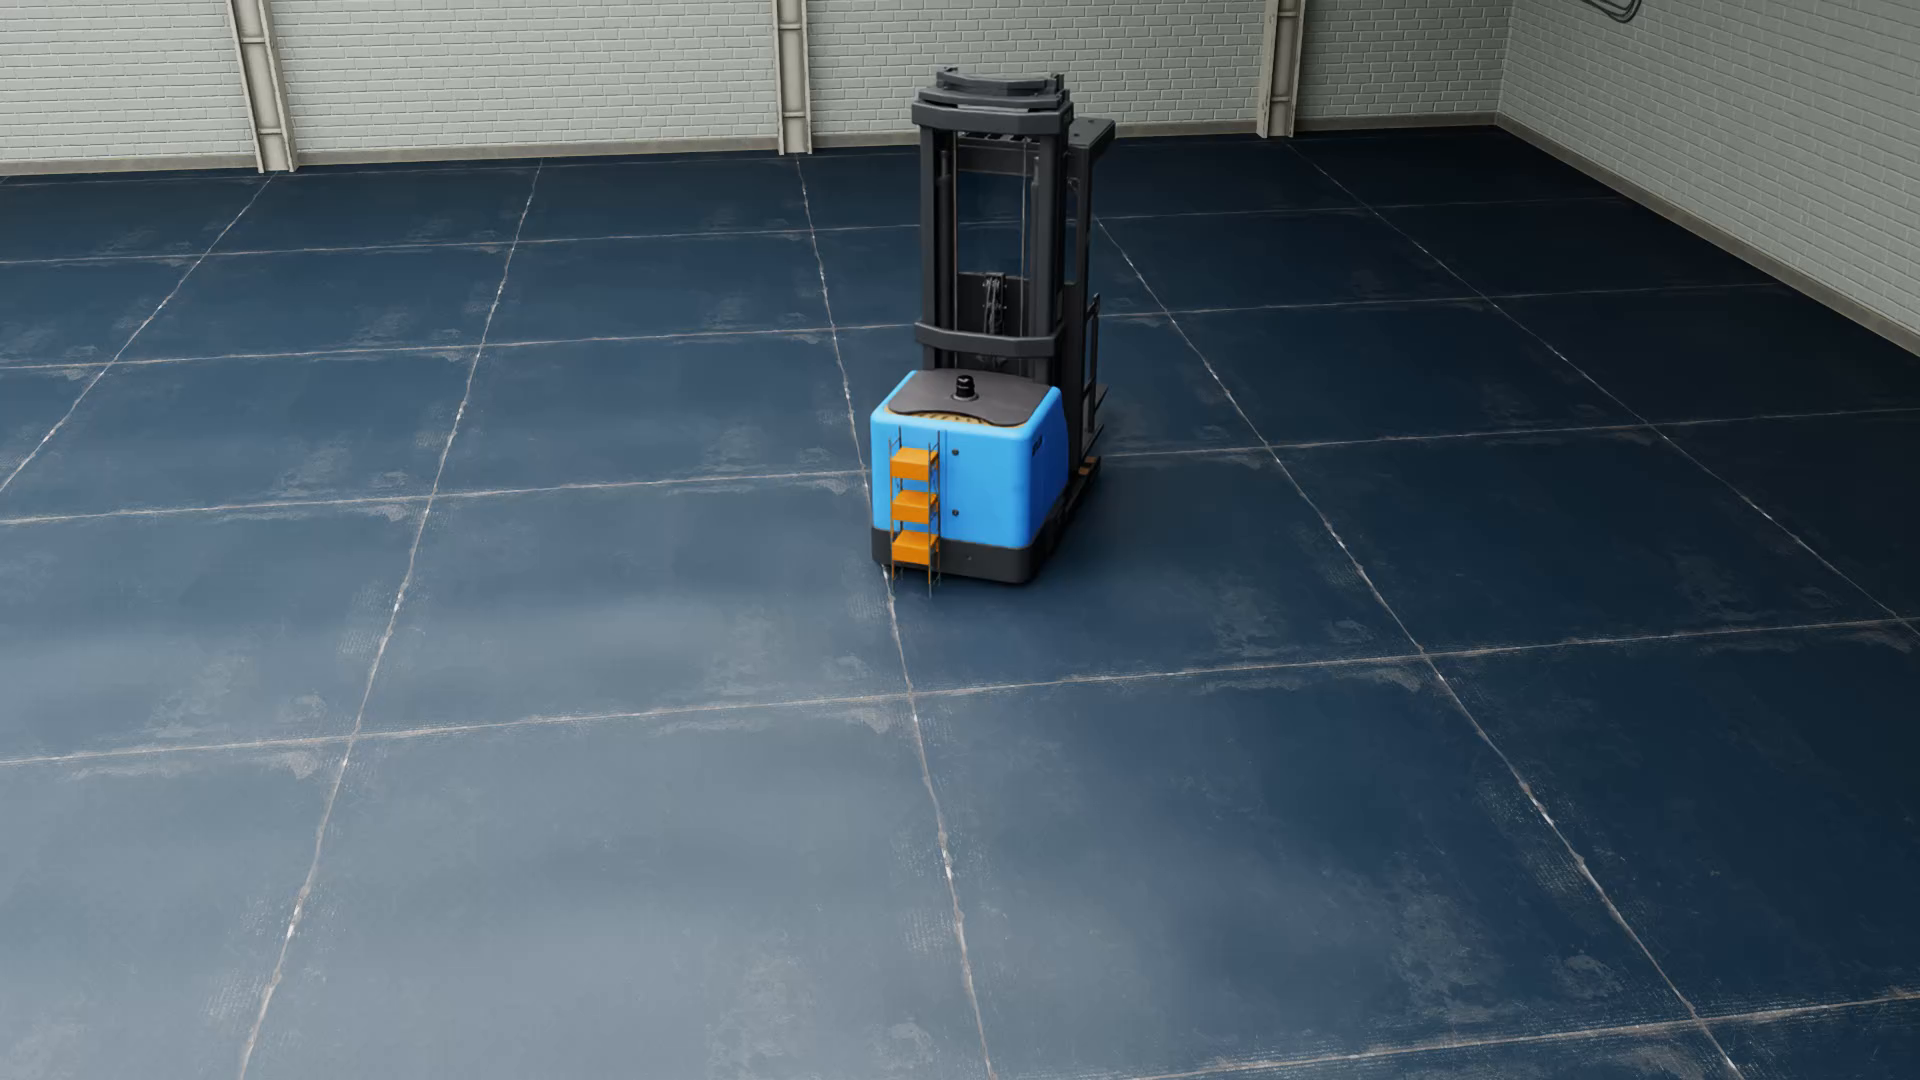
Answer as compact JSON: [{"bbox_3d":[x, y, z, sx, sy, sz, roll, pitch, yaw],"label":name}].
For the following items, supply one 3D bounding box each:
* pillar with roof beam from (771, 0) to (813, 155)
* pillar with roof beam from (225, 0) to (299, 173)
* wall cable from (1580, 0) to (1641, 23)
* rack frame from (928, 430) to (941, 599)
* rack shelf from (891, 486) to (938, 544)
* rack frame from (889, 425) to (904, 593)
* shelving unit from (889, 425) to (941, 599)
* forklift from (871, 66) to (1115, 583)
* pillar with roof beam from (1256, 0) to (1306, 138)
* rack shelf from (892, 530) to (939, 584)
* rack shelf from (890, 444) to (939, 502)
[{"bbox_3d":[-1.394,-6.767,14.284,0.400,9.000,9.100,-4,27,-7],"label":"pillar with roof beam"},{"bbox_3d":[-7.335,-6.385,13.540,0.400,9.000,9.100,-4,27,-7],"label":"pillar with roof beam"},{"bbox_3d":[7.050,-7.303,18.729,0.112,2.526,3.097,-4,27,-7],"label":"wall cable"},{"bbox_3d":[-0.155,-0.146,10.087,0.008,1.050,0.200,8,28,15],"label":"rack frame"},{"bbox_3d":[-0.271,-0.153,10.124,0.240,0.259,0.215,8,28,15],"label":"rack shelf"},{"bbox_3d":[-0.387,-0.179,10.151,0.008,1.050,0.200,8,28,15],"label":"rack frame"},{"bbox_3d":[-0.271,-0.163,10.119,0.252,1.050,0.215,8,28,15],"label":"shelving unit"},{"bbox_3d":[0.365,-1.692,11.040,1.130,2.935,3.031,8,28,15],"label":"forklift"},{"bbox_3d":[4.548,-7.149,15.027,0.400,9.000,9.100,-4,27,-7],"label":"pillar with roof beam"},{"bbox_3d":[-0.271,0.094,10.251,0.240,0.259,0.215,8,28,15],"label":"rack shelf"},{"bbox_3d":[-0.271,-0.405,9.994,0.240,0.259,0.215,8,28,15],"label":"rack shelf"}]
